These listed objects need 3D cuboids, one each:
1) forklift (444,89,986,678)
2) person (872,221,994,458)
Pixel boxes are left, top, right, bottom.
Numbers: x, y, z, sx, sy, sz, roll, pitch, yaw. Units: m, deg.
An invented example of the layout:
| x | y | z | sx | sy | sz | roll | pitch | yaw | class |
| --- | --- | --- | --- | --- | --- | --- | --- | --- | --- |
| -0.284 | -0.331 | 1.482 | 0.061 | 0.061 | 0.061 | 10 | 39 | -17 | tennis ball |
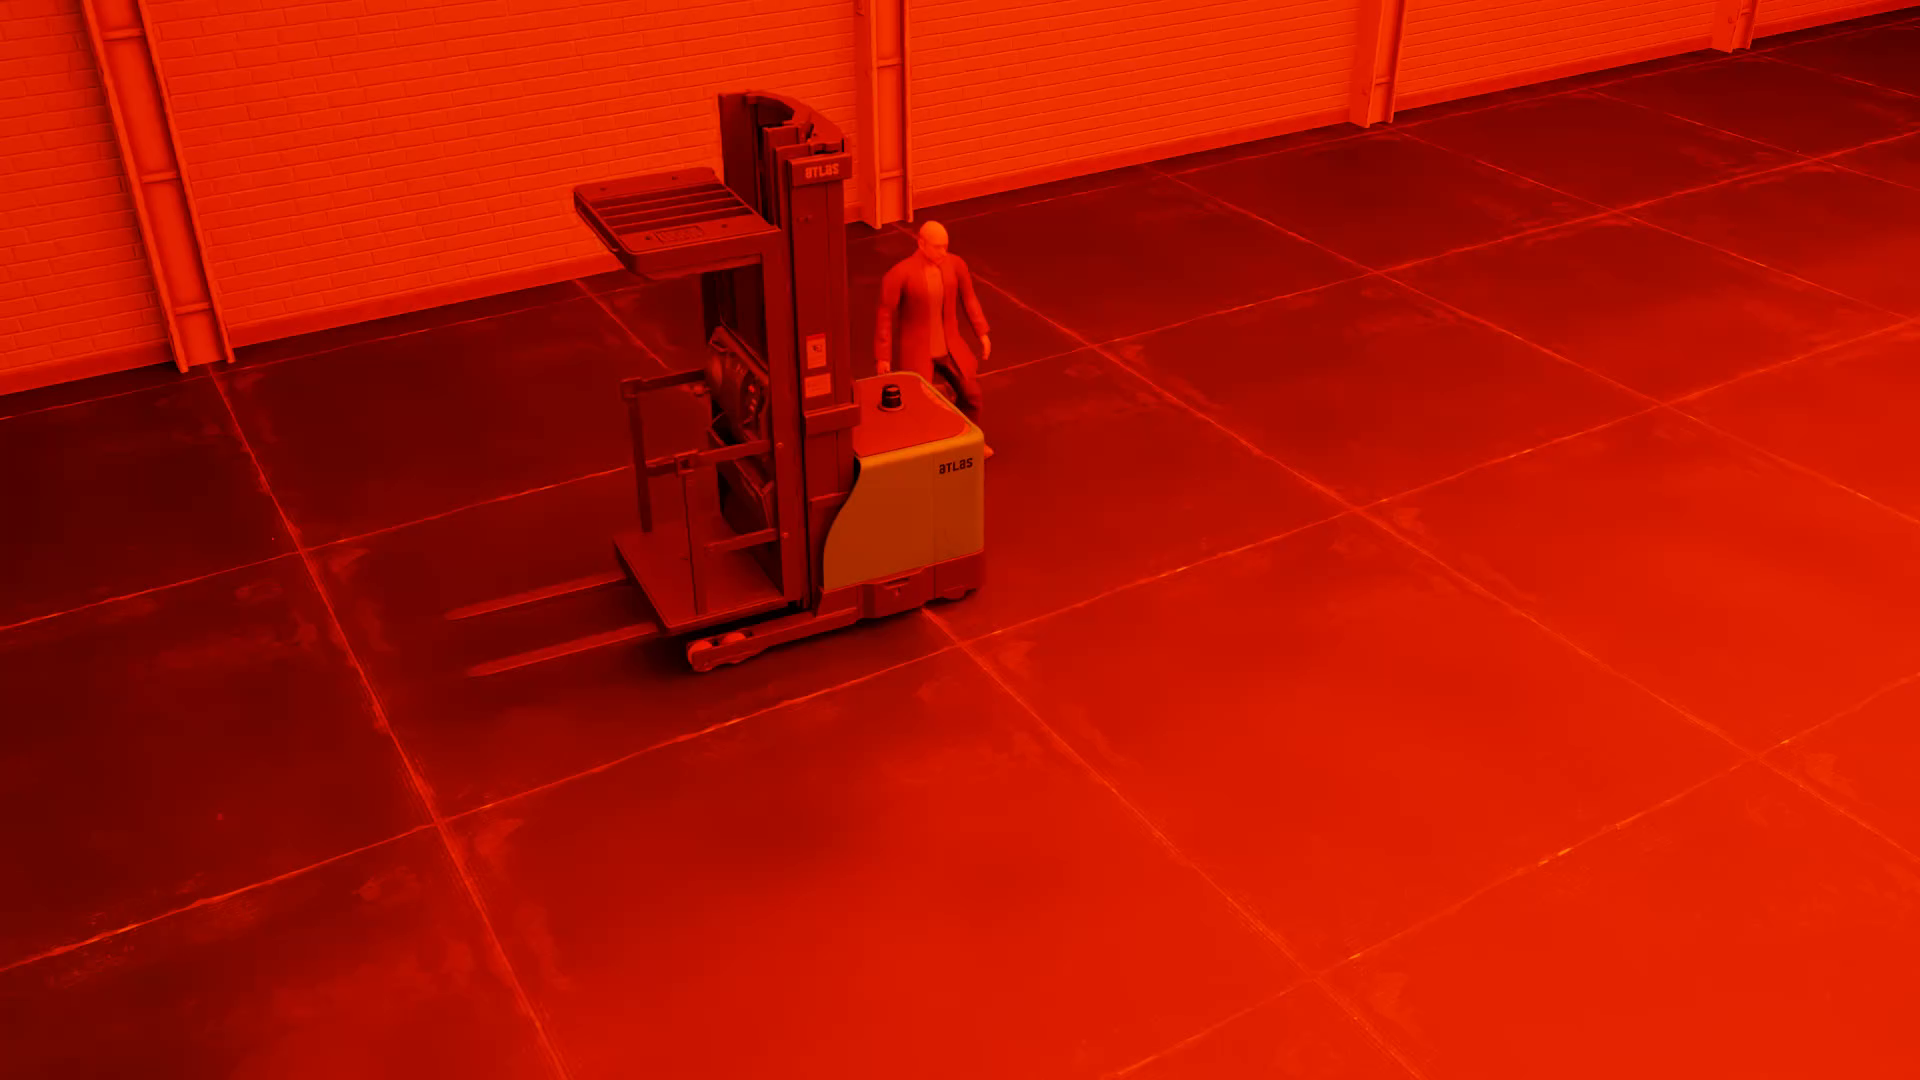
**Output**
| x | y | z | sx | sy | sz | roll | pitch | yaw | class |
| --- | --- | --- | --- | --- | --- | --- | --- | --- | --- |
| -1.399 | -0.833 | 9.038 | 3.031 | 2.935 | 1.130 | -14 | 34 | -22 | forklift |
| -0.181 | -1.251 | 10.887 | 0.825 | 1.751 | 0.418 | -16 | 34 | -25 | person |
